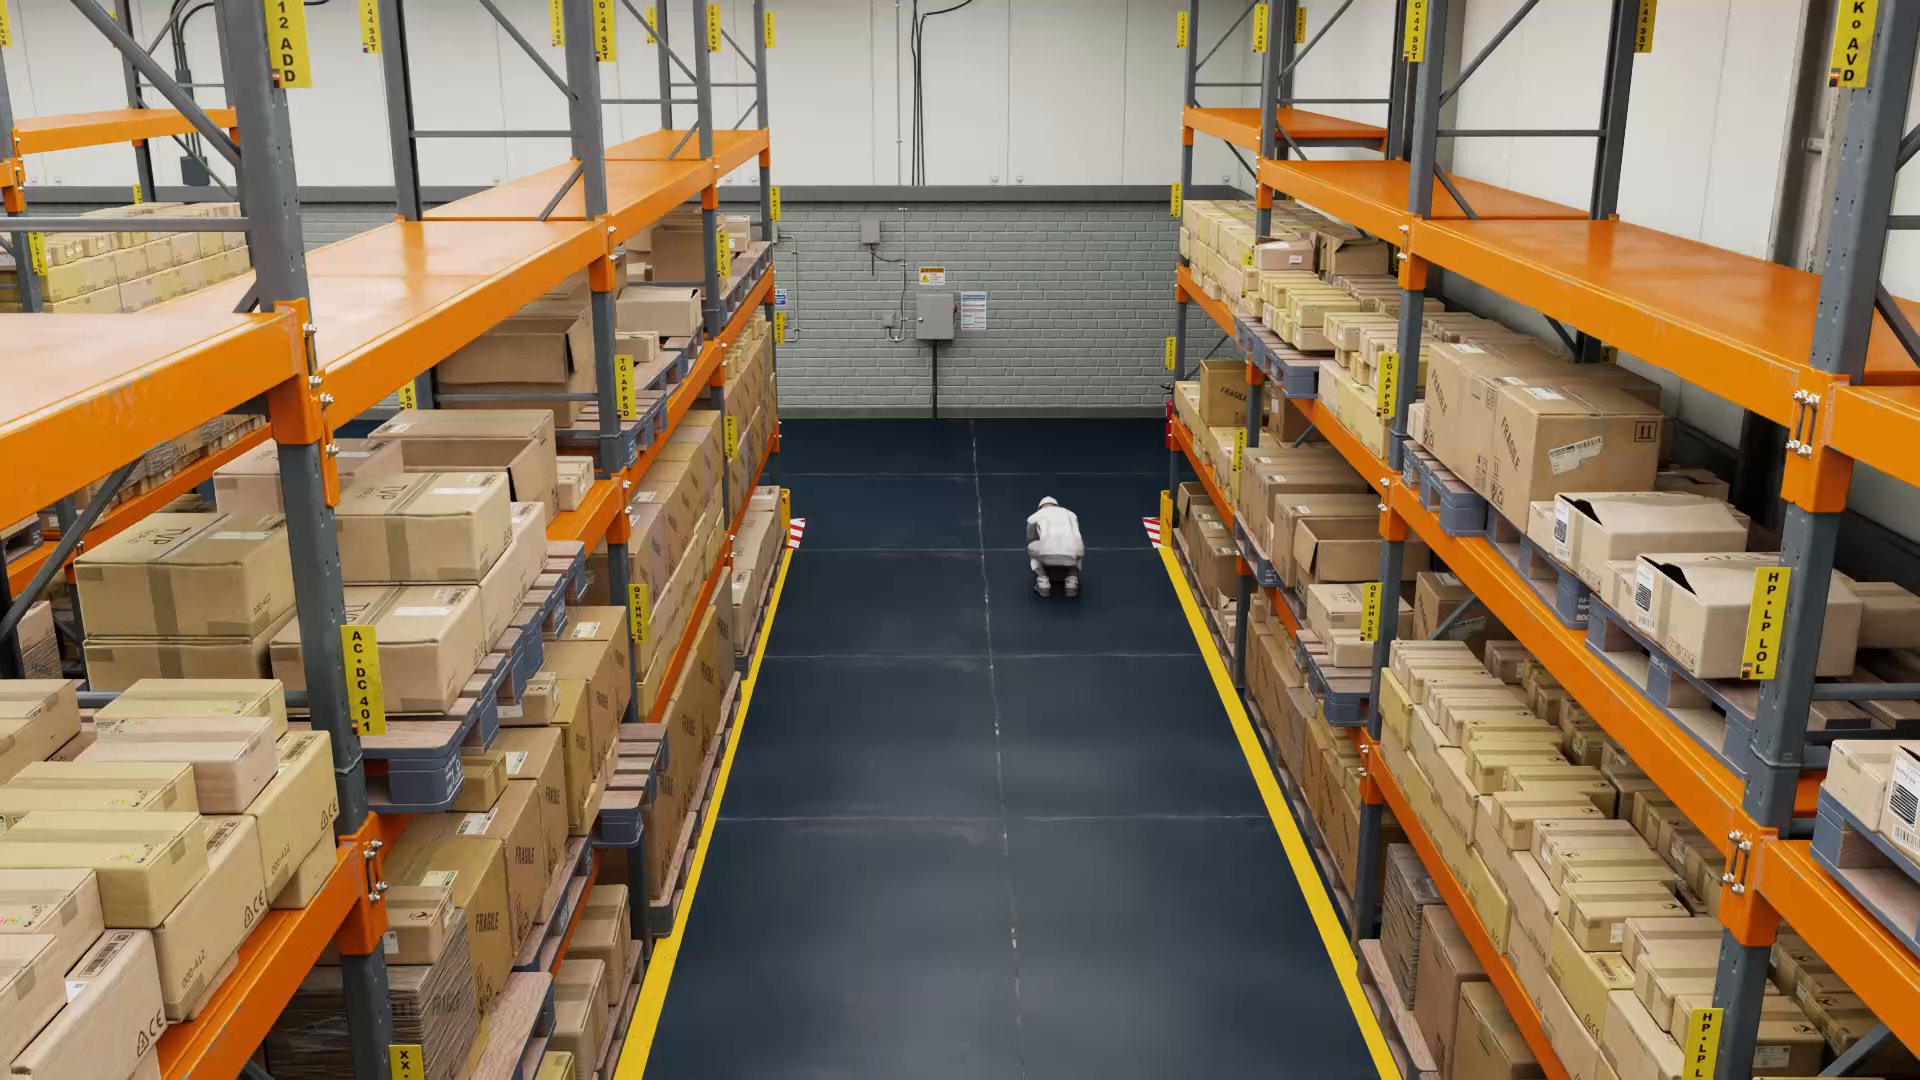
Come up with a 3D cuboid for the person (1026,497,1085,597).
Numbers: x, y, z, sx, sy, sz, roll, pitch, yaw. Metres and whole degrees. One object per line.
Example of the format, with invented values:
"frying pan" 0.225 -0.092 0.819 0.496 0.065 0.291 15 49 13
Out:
"person" 0.893 0.105 15.516 0.534 0.843 0.937 -1 17 -2
